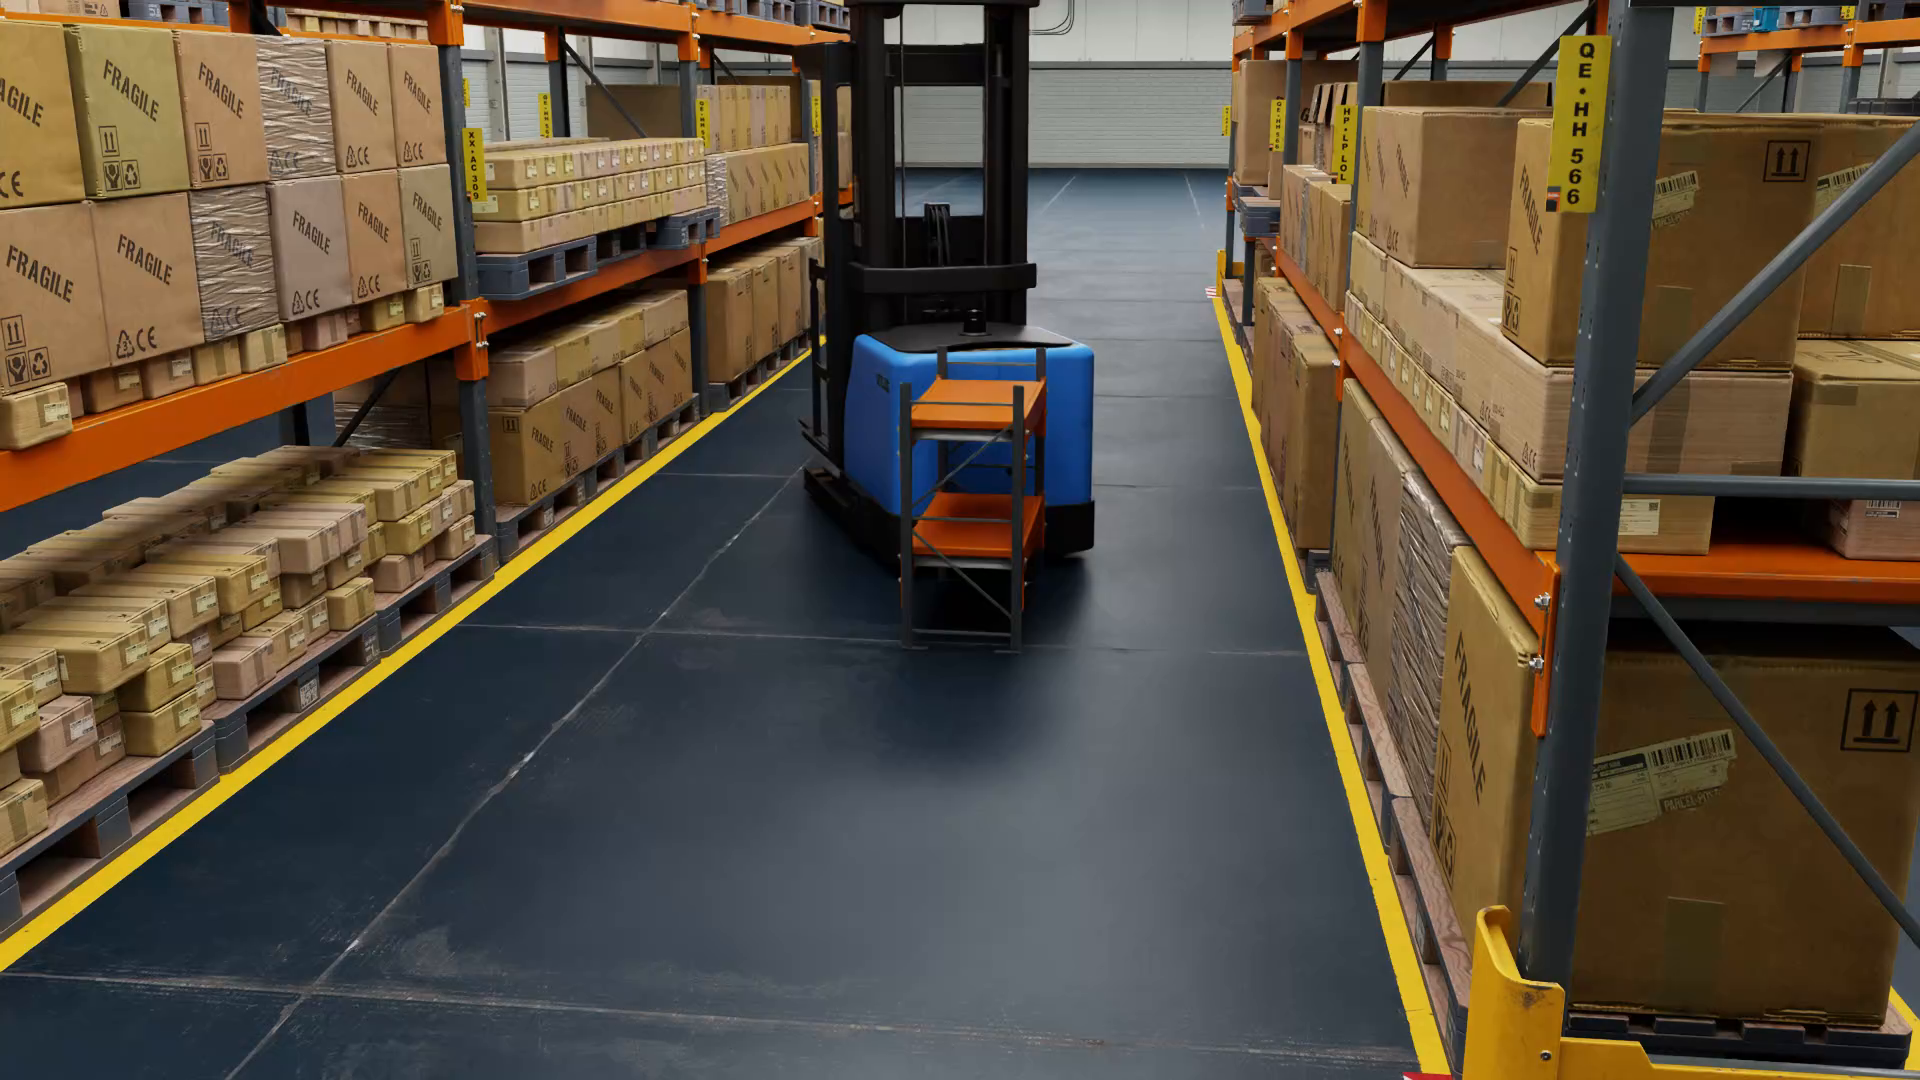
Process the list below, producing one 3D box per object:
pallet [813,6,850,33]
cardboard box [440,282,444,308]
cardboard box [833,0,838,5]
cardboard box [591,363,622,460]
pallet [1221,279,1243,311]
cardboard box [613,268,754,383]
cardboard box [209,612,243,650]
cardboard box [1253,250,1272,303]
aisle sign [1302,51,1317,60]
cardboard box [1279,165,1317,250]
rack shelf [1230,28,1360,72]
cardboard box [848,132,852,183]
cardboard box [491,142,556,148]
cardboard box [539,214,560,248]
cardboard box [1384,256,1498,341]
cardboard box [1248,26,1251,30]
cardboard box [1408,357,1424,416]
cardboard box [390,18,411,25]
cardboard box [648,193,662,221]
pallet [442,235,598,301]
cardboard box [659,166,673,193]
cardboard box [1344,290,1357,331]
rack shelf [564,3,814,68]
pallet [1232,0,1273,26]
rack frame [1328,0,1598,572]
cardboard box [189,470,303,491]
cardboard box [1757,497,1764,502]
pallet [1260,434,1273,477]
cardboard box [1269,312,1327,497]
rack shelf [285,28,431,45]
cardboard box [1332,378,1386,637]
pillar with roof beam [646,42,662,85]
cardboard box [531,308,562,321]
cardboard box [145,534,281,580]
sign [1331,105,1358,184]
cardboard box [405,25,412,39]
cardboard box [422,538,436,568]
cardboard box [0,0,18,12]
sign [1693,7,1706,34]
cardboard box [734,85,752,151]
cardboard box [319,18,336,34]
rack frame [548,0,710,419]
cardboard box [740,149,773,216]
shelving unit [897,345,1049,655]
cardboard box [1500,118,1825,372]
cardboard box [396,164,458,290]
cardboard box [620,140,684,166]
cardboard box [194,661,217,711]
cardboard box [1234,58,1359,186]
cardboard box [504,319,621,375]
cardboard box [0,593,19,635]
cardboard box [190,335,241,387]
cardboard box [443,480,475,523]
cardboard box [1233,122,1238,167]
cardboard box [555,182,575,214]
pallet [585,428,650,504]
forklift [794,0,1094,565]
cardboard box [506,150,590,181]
[{"bbox_3d":[-1.607,-5.311,16.979,1.003,0.211,1.213,2,15,6],"label":"pallet"},{"bbox_3d":[-2.552,-1.101,7.468,0.380,0.149,0.250,2,15,6],"label":"cardboard box"},{"bbox_3d":[-1.386,-5.237,16.022,0.380,0.149,0.250,1,15,5],"label":"cardboard box"},{"bbox_3d":[-2.302,-0.757,9.698,0.500,0.500,0.500,2,15,7],"label":"cardboard box"},{"bbox_3d":[3.383,-2.668,18.124,1.003,0.211,1.213,2,15,6],"label":"pallet"},{"bbox_3d":[-2.143,-1.613,12.385,1.050,0.750,0.750,1,15,5],"label":"cardboard box"},{"bbox_3d":[-2.802,0.294,5.916,0.380,0.149,0.250,2,15,9],"label":"cardboard box"},{"bbox_3d":[3.201,-2.617,16.576,0.500,0.500,0.500,0,15,1],"label":"cardboard box"},{"bbox_3d":[3.823,-5.505,18.295,0.394,0.787,0.004,2,15,6],"label":"aisle sign"},{"bbox_3d":[2.290,-2.099,10.485,0.500,0.500,0.500,2,15,8],"label":"cardboard box"},{"bbox_3d":[3.292,-4.825,16.392,1.077,0.370,4.000,2,15,6],"label":"rack shelf"},{"bbox_3d":[-1.624,-4.106,17.811,0.875,0.550,0.550,2,15,6],"label":"cardboard box"},{"bbox_3d":[-2.665,-2.323,10.043,0.380,0.149,0.250,2,15,9],"label":"cardboard box"},{"bbox_3d":[-2.226,-1.545,8.307,0.380,0.149,0.250,2,15,7],"label":"cardboard box"},{"bbox_3d":[1.737,-0.825,5.683,0.500,0.250,0.500,2,15,8],"label":"cardboard box"},{"bbox_3d":[2.928,-4.842,15.365,0.500,0.250,0.500,2,15,8],"label":"cardboard box"},{"bbox_3d":[1.598,-0.471,5.138,0.380,0.149,0.250,2,15,7],"label":"cardboard box"},{"bbox_3d":[-6.230,-5.649,17.776,0.500,0.250,0.500,2,15,8],"label":"cardboard box"},{"bbox_3d":[-2.019,-2.015,10.045,0.380,0.149,0.250,1,15,4],"label":"cardboard box"},{"bbox_3d":[-2.522,-1.405,8.477,1.003,0.211,1.213,2,15,6],"label":"pallet"},{"bbox_3d":[-1.989,-2.222,10.239,0.380,0.149,0.250,2,15,6],"label":"cardboard box"},{"bbox_3d":[1.800,-0.943,6.883,0.380,0.149,0.250,2,15,6],"label":"cardboard box"},{"bbox_3d":[-2.076,-3.960,13.192,1.077,0.370,4.000,2,15,6],"label":"rack shelf"},{"bbox_3d":[2.891,-4.406,13.824,1.213,0.211,1.003,2,15,6],"label":"pallet"},{"bbox_3d":[2.164,-1.131,7.098,1.000,3.000,0.127,2,15,6],"label":"rack frame"},{"bbox_3d":[-3.067,-0.197,7.161,0.380,0.149,0.250,1,15,5],"label":"cardboard box"},{"bbox_3d":[2.137,-0.188,4.090,0.380,0.149,0.250,1,15,5],"label":"cardboard box"},{"bbox_3d":[2.452,-0.620,10.551,1.003,0.211,1.213,2,15,6],"label":"pallet"},{"bbox_3d":[2.316,-0.706,8.794,1.225,0.875,0.875,1,15,4],"label":"cardboard box"},{"bbox_3d":[-6.554,-5.117,17.471,1.077,0.370,4.000,2,15,6],"label":"rack shelf"},{"bbox_3d":[2.010,-0.139,6.696,0.875,0.875,0.875,2,15,6],"label":"cardboard box"},{"bbox_3d":[-4.572,-15.076,47.178,9.100,9.000,0.400,2,15,6],"label":"pillar with roof beam"},{"bbox_3d":[-2.746,-1.268,10.151,0.500,0.250,0.500,2,15,7],"label":"cardboard box"},{"bbox_3d":[-2.745,0.085,6.120,0.380,0.149,0.250,2,15,6],"label":"cardboard box"},{"bbox_3d":[1.624,-1.665,7.007,0.100,0.325,0.005,2,15,6],"label":"sign"},{"bbox_3d":[-6.245,-5.564,18.227,0.380,0.149,0.250,2,15,7],"label":"cardboard box"},{"bbox_3d":[-2.571,0.047,7.399,0.380,0.149,0.250,2,15,8],"label":"cardboard box"},{"bbox_3d":[-7.027,-3.864,11.939,0.380,0.149,0.250,2,15,6],"label":"cardboard box"},{"bbox_3d":[7.893,-5.567,17.740,0.100,0.325,0.005,2,15,6],"label":"sign"},{"bbox_3d":[-2.072,-3.385,13.326,0.700,0.500,0.500,2,15,6],"label":"cardboard box"},{"bbox_3d":[-6.430,-5.096,16.495,0.380,0.149,0.250,2,15,8],"label":"cardboard box"},{"bbox_3d":[-2.301,-2.341,11.572,1.000,3.000,0.127,2,15,6],"label":"rack frame"},{"bbox_3d":[-1.812,-2.889,13.409,0.500,0.500,0.500,2,15,6],"label":"cardboard box"},{"bbox_3d":[0.076,-0.211,7.288,0.538,1.125,1.048,2,15,7],"label":"shelving unit"},{"bbox_3d":[1.507,-0.661,3.640,0.500,0.500,0.500,2,15,7],"label":"cardboard box"},{"bbox_3d":[-2.527,-1.361,7.189,0.500,0.500,0.500,2,15,6],"label":"cardboard box"},{"bbox_3d":[-1.961,-2.436,10.460,0.380,0.149,0.250,2,15,8],"label":"cardboard box"},{"bbox_3d":[-2.786,0.514,5.671,0.380,0.149,0.250,2,15,6],"label":"cardboard box"},{"bbox_3d":[2.838,-3.496,13.891,1.000,1.000,1.000,2,15,7],"label":"cardboard box"},{"bbox_3d":[-2.287,-1.115,9.588,0.500,0.250,0.500,2,15,8],"label":"cardboard box"},{"bbox_3d":[-3.316,0.276,5.412,0.380,0.149,0.250,1,15,4],"label":"cardboard box"},{"bbox_3d":[-2.717,-0.625,5.708,0.380,0.149,0.250,2,15,8],"label":"cardboard box"},{"bbox_3d":[-2.473,-0.182,7.677,0.380,0.149,0.250,2,15,7],"label":"cardboard box"},{"bbox_3d":[3.429,-4.293,18.031,0.875,0.500,0.500,2,15,6],"label":"cardboard box"},{"bbox_3d":[-2.195,-1.751,8.498,0.380,0.149,0.250,2,15,8],"label":"cardboard box"},{"bbox_3d":[-2.531,-0.476,10.019,1.003,0.211,1.213,2,15,6],"label":"pallet"},{"bbox_3d":[-0.262,-1.635,9.093,1.130,2.935,3.031,-5,16,-17],"label":"forklift"},{"bbox_3d":[-2.164,-1.964,8.716,0.380,0.149,0.250,1,15,6],"label":"cardboard box"}]
